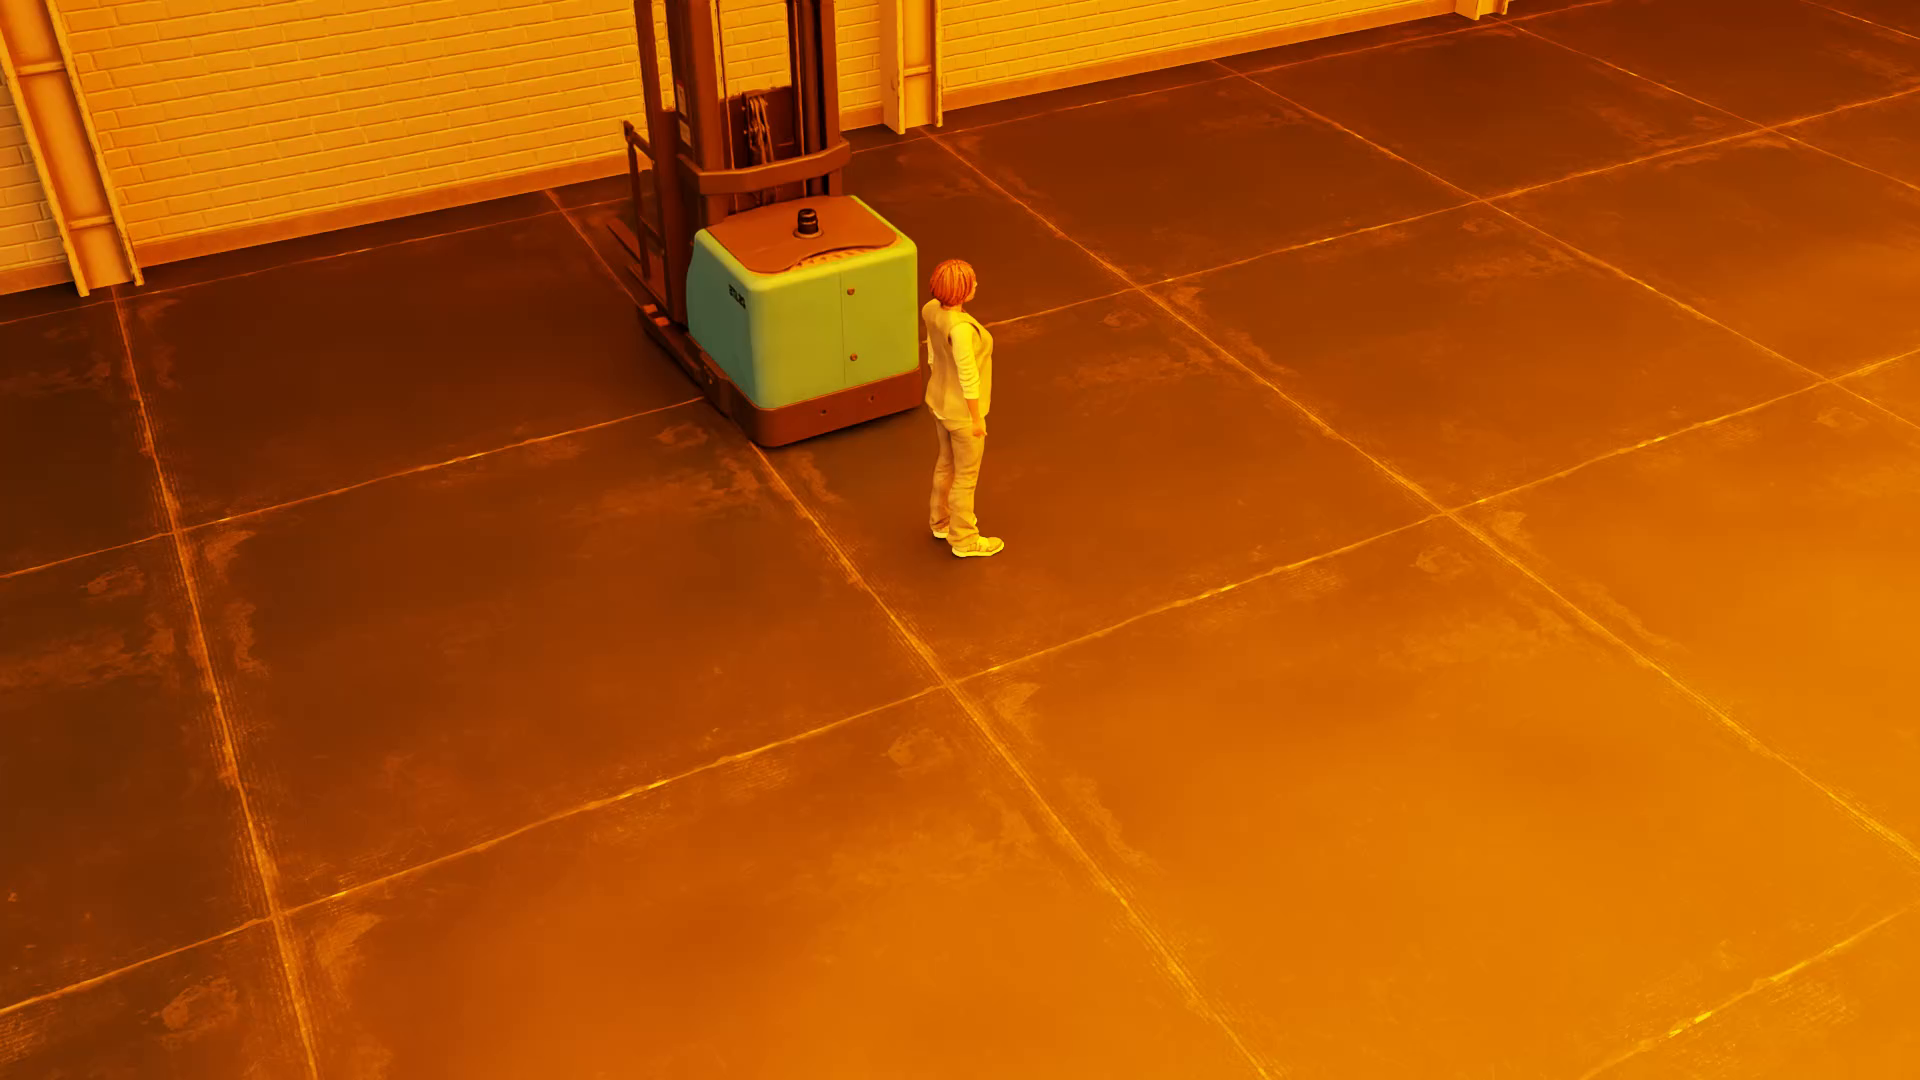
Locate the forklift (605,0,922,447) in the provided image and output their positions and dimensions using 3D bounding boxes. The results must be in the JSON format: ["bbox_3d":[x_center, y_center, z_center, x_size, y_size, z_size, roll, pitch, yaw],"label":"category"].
[{"bbox_3d":[-1.386,-2.543,9.721,1.130,2.935,3.031,-18,39,-24],"label":"forklift"}]

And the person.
[{"bbox_3d":[0.002,-0.652,8.201,0.326,1.601,0.402,-17,39,-23],"label":"person"}]
